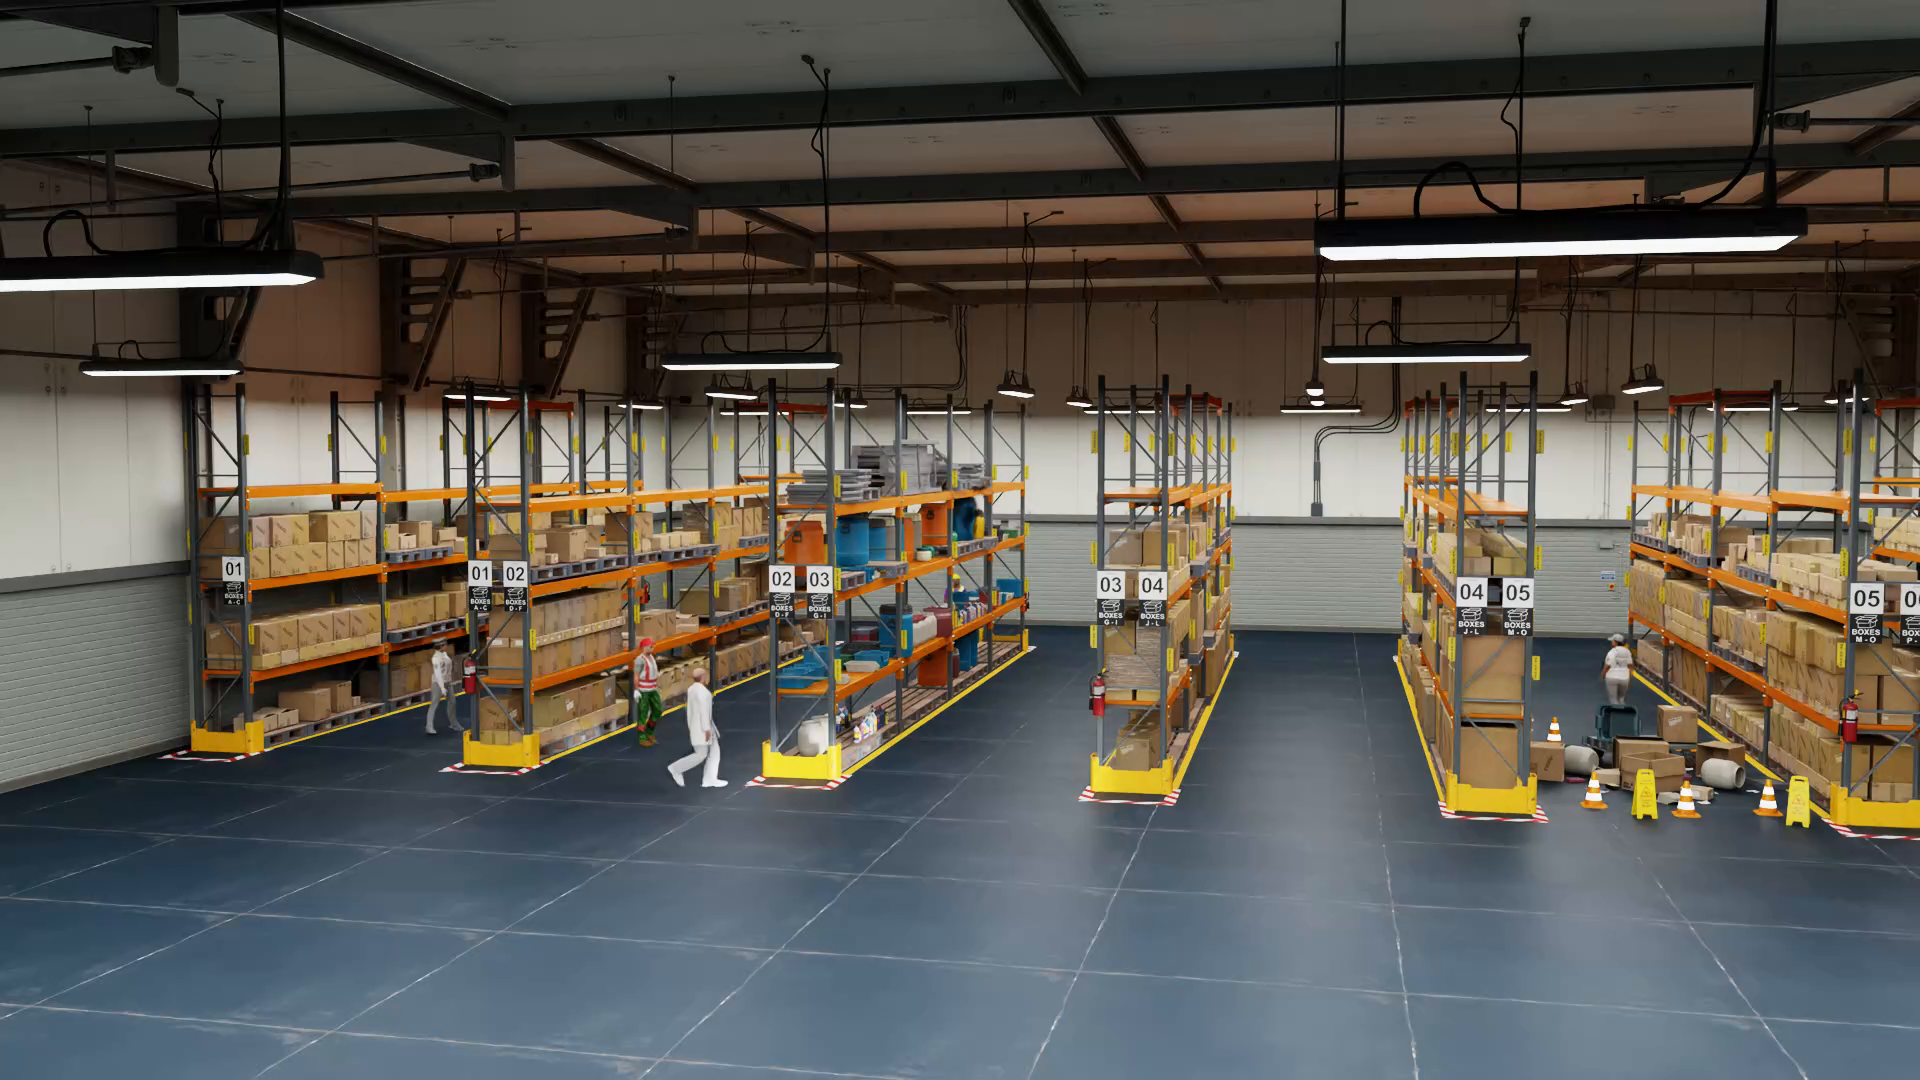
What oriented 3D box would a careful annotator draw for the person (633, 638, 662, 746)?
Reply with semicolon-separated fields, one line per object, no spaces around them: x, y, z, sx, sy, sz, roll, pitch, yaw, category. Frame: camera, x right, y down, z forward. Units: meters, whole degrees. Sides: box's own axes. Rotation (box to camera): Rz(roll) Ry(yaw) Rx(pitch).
-5.233;2.533;27.728;0.400;1.806;0.648;1;4;23;person

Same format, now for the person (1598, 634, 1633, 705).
11.582;2.491;29.358;0.557;1.681;0.744;0;3;4;person

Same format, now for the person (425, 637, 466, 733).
-8.982;2.524;28.936;0.517;1.708;0.628;1;3;16;person

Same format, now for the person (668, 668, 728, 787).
-3.815;2.727;24.152;0.824;1.746;0.555;1;3;11;person

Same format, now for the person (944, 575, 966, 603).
-0.105;1.738;41.754;0.576;1.717;1.029;0;3;-3;person
